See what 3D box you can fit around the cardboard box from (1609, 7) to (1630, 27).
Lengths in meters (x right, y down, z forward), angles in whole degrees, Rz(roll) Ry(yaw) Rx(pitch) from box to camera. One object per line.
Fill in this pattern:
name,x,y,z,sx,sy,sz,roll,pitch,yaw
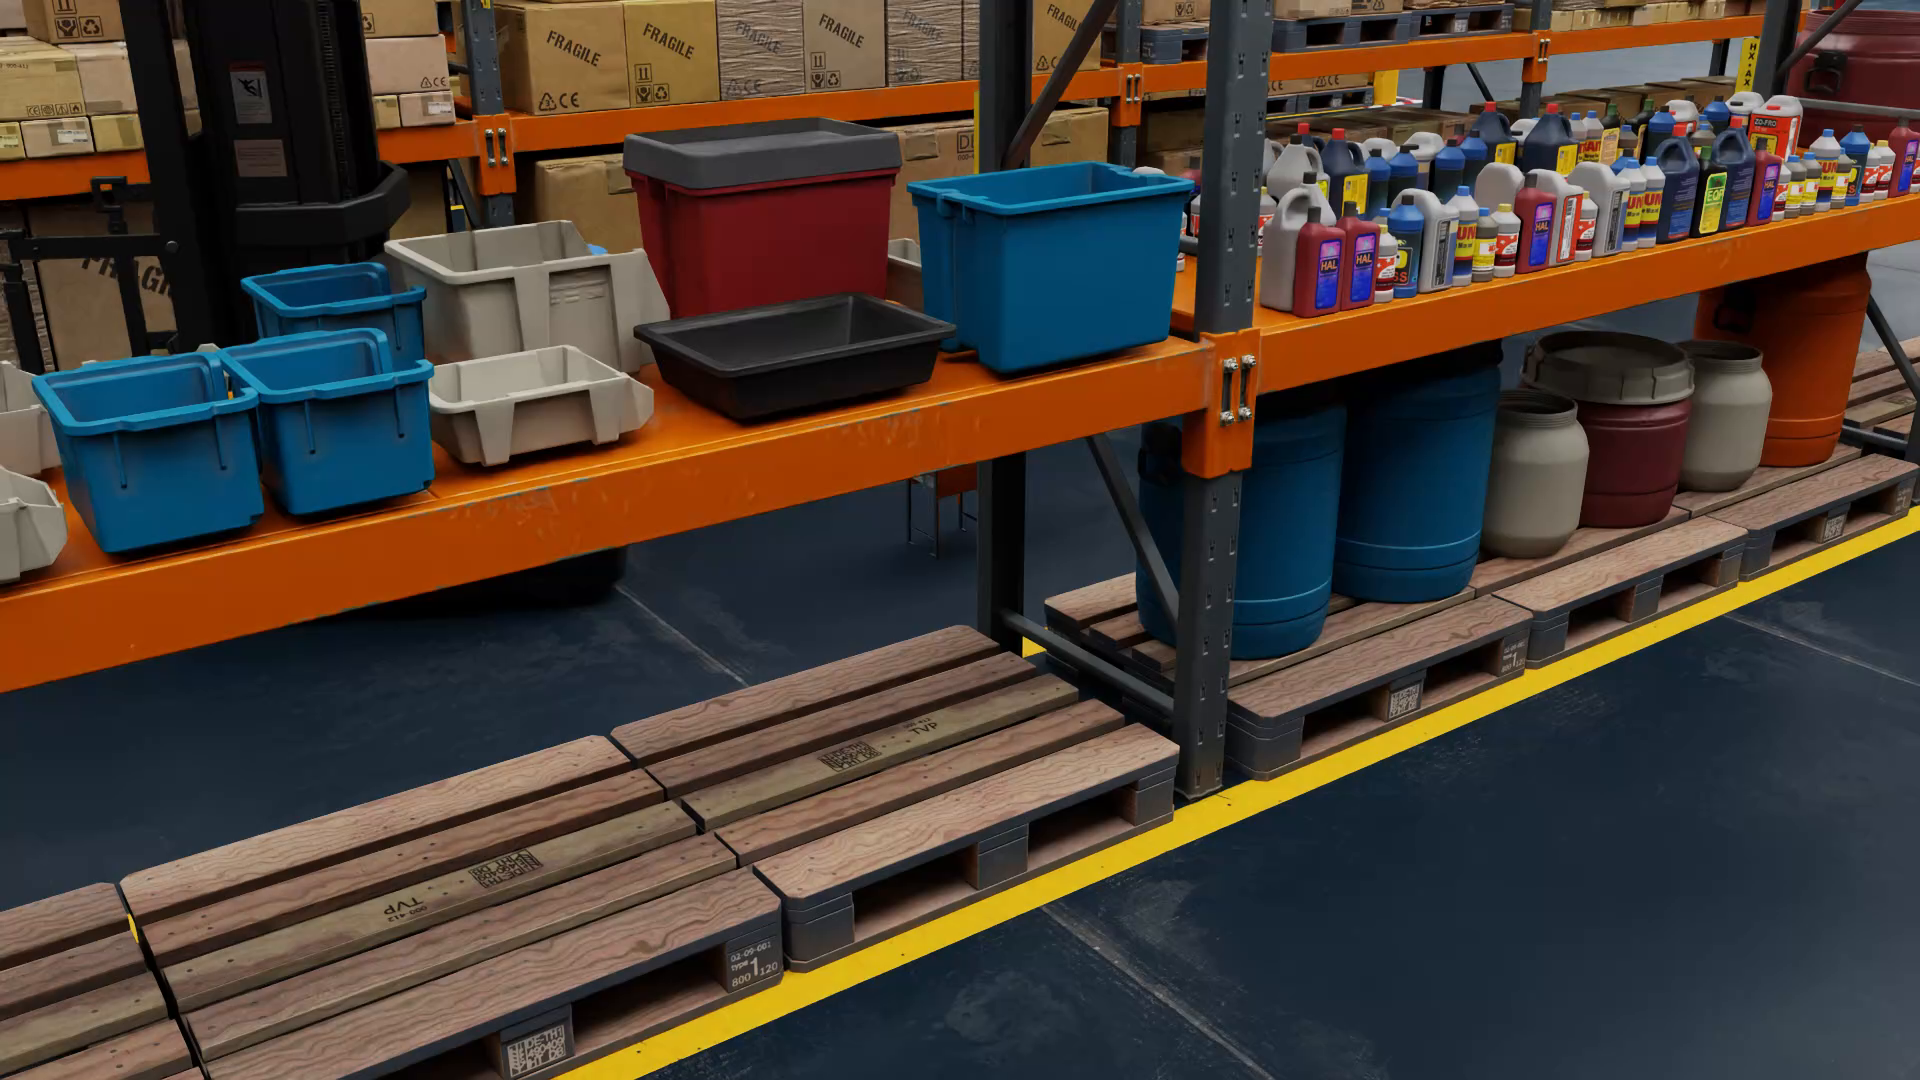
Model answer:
cardboard box,4.937,-4.062,12.867,0.250,0.149,0.380,-15,26,-33

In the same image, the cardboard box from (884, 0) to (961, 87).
cardboard box,-0.338,-2.832,9.312,0.500,0.500,0.500,-16,27,-35

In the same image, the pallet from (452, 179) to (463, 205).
pallet,-3.694,-2.975,13.566,1.213,0.211,1.003,-15,26,-33

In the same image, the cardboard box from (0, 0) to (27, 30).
cardboard box,-6.370,-3.611,10.861,0.500,0.500,0.500,-15,26,-33

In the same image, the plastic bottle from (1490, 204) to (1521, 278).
plastic bottle,1.555,-0.863,4.779,0.097,0.201,0.097,0,22,0

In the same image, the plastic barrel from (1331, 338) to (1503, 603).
plastic barrel,1.418,-0.317,5.409,0.708,0.901,0.600,-15,26,-33

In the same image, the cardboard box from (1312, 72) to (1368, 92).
cardboard box,3.913,-5.474,18.368,0.875,0.875,0.875,-15,26,-33

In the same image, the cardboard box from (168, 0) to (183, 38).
cardboard box,-3.444,-2.607,7.671,0.500,0.500,0.500,-15,26,-33

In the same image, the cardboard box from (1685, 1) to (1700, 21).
cardboard box,5.729,-4.289,13.435,0.250,0.149,0.380,-15,26,-33

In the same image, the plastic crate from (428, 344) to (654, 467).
plastic crate,-0.847,-0.269,3.298,0.466,0.136,0.293,-15,26,-33

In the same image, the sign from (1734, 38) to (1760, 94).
sign,3.311,-1.937,6.982,0.005,0.325,0.100,-15,26,-33

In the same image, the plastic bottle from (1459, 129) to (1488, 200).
plastic bottle,1.748,-1.265,5.694,0.097,0.271,0.097,0,22,0

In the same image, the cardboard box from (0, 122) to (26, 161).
cardboard box,-4.020,-1.650,6.822,0.250,0.149,0.380,-16,27,-34

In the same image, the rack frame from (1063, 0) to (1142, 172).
rack frame,0.746,-3.187,10.336,0.127,3.000,1.000,-15,26,-33

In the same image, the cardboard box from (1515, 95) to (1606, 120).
cardboard box,4.801,-3.288,13.394,0.500,0.500,0.500,-7,23,-16

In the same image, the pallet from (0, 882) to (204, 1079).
pallet,-2.164,1.163,3.197,1.213,0.211,1.003,-15,26,-33

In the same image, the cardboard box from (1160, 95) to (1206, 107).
cardboard box,1.697,-2.850,11.260,0.500,0.250,0.500,-12,25,-27

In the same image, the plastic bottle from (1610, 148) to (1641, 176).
plastic bottle,2.113,-1.110,5.304,0.097,0.271,0.097,0,22,0

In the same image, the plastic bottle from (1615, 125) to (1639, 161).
plastic bottle,2.504,-1.462,6.282,0.097,0.201,0.097,0,22,0

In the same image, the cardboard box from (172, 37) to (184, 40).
cardboard box,-3.442,-2.261,7.815,0.500,0.250,0.500,-15,26,-33

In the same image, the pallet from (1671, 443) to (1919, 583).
pallet,3.023,-0.218,6.659,1.213,0.211,1.003,-15,26,-33

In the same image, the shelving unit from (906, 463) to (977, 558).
shelving unit,-0.043,-0.476,6.173,0.252,1.050,0.215,-15,26,-33

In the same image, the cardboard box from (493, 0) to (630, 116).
cardboard box,-1.982,-2.392,8.208,0.500,0.500,0.500,-15,26,-33

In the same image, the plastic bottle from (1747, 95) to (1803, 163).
plastic bottle,3.187,-1.597,6.519,0.135,0.276,0.152,-15,26,-33

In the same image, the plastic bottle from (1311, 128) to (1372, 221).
plastic bottle,1.180,-1.102,5.178,0.185,0.351,0.144,-15,26,-33

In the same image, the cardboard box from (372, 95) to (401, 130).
cardboard box,-2.767,-1.984,7.660,0.250,0.149,0.380,-14,26,-32

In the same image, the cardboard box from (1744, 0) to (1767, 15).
cardboard box,6.541,-4.505,13.978,0.250,0.149,0.380,-15,26,-33

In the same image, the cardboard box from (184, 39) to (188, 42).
cardboard box,-3.125,-2.102,7.419,0.500,0.250,0.500,-14,26,-31

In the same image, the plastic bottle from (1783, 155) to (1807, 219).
plastic bottle,2.793,-1.193,5.606,0.097,0.201,0.097,0,22,0

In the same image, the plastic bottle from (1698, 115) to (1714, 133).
plastic bottle,2.909,-1.570,6.552,0.097,0.201,0.097,0,22,0

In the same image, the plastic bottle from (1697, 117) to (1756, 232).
plastic bottle,2.478,-1.189,5.395,0.185,0.351,0.144,-15,26,-33

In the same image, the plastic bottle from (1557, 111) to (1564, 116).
plastic bottle,2.134,-1.410,6.040,0.133,0.283,0.061,-15,26,-33

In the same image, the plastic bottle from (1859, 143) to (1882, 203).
plastic bottle,3.188,-1.298,5.870,0.097,0.201,0.097,0,22,0

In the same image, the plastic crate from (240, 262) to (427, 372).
plastic crate,-1.338,-0.437,3.589,0.300,0.233,0.416,-15,26,-33

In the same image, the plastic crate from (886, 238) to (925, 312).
plastic crate,-0.070,-0.679,4.325,0.243,0.136,0.396,-15,26,-33

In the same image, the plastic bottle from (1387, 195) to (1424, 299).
plastic bottle,1.208,-0.803,4.534,0.097,0.271,0.097,0,22,0

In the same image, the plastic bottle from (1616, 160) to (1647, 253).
plastic bottle,2.039,-1.024,5.090,0.097,0.271,0.097,0,22,0

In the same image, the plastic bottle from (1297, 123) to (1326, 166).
plastic bottle,1.096,-1.146,5.286,0.185,0.351,0.144,-15,26,-33

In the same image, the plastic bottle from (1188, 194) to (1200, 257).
plastic bottle,0.744,-0.965,5.036,0.097,0.201,0.097,0,22,0

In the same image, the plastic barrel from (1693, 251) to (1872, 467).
plastic barrel,3.251,-0.773,6.647,0.708,0.830,0.600,-15,26,-33

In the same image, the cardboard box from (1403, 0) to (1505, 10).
cardboard box,3.266,-4.397,11.991,1.000,1.000,1.000,-15,26,-33

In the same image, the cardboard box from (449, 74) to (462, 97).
cardboard box,-4.131,-3.414,12.699,0.500,0.250,0.500,-14,26,-31

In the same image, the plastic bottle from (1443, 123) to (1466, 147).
plastic bottle,1.687,-1.291,5.741,0.133,0.283,0.061,-15,26,-33

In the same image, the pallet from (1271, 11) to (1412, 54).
pallet,2.329,-3.539,11.476,1.213,0.211,1.003,-15,26,-33

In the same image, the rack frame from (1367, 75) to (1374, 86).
rack frame,4.425,-6.433,18.469,0.127,3.000,1.000,-15,26,-33

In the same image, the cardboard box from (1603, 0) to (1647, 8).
cardboard box,4.820,-4.414,12.874,0.500,0.500,0.875,-15,26,-33

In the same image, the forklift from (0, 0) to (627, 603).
forklift,-2.750,-1.246,5.564,3.031,2.935,1.130,-3,22,-8

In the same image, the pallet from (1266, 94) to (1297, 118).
pallet,2.832,-4.678,17.835,1.213,0.211,1.003,-15,26,-33

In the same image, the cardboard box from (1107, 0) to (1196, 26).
cardboard box,1.161,-3.557,10.562,0.500,0.500,0.500,-19,29,-39

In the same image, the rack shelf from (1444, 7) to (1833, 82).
rack shelf,5.616,-4.151,13.723,4.000,0.370,1.077,-15,26,-33

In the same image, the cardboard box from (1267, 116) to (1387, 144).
cardboard box,2.629,-2.751,12.022,0.500,0.500,0.700,-18,28,-37

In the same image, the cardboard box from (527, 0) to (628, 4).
cardboard box,-1.988,-2.974,8.314,0.637,0.503,0.797,-16,27,-34

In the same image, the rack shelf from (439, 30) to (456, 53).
rack shelf,-3.693,-3.934,13.178,4.000,0.370,1.077,-15,26,-33

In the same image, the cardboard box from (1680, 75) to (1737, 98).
cardboard box,6.723,-3.822,14.734,0.500,0.500,0.500,-10,24,-23
